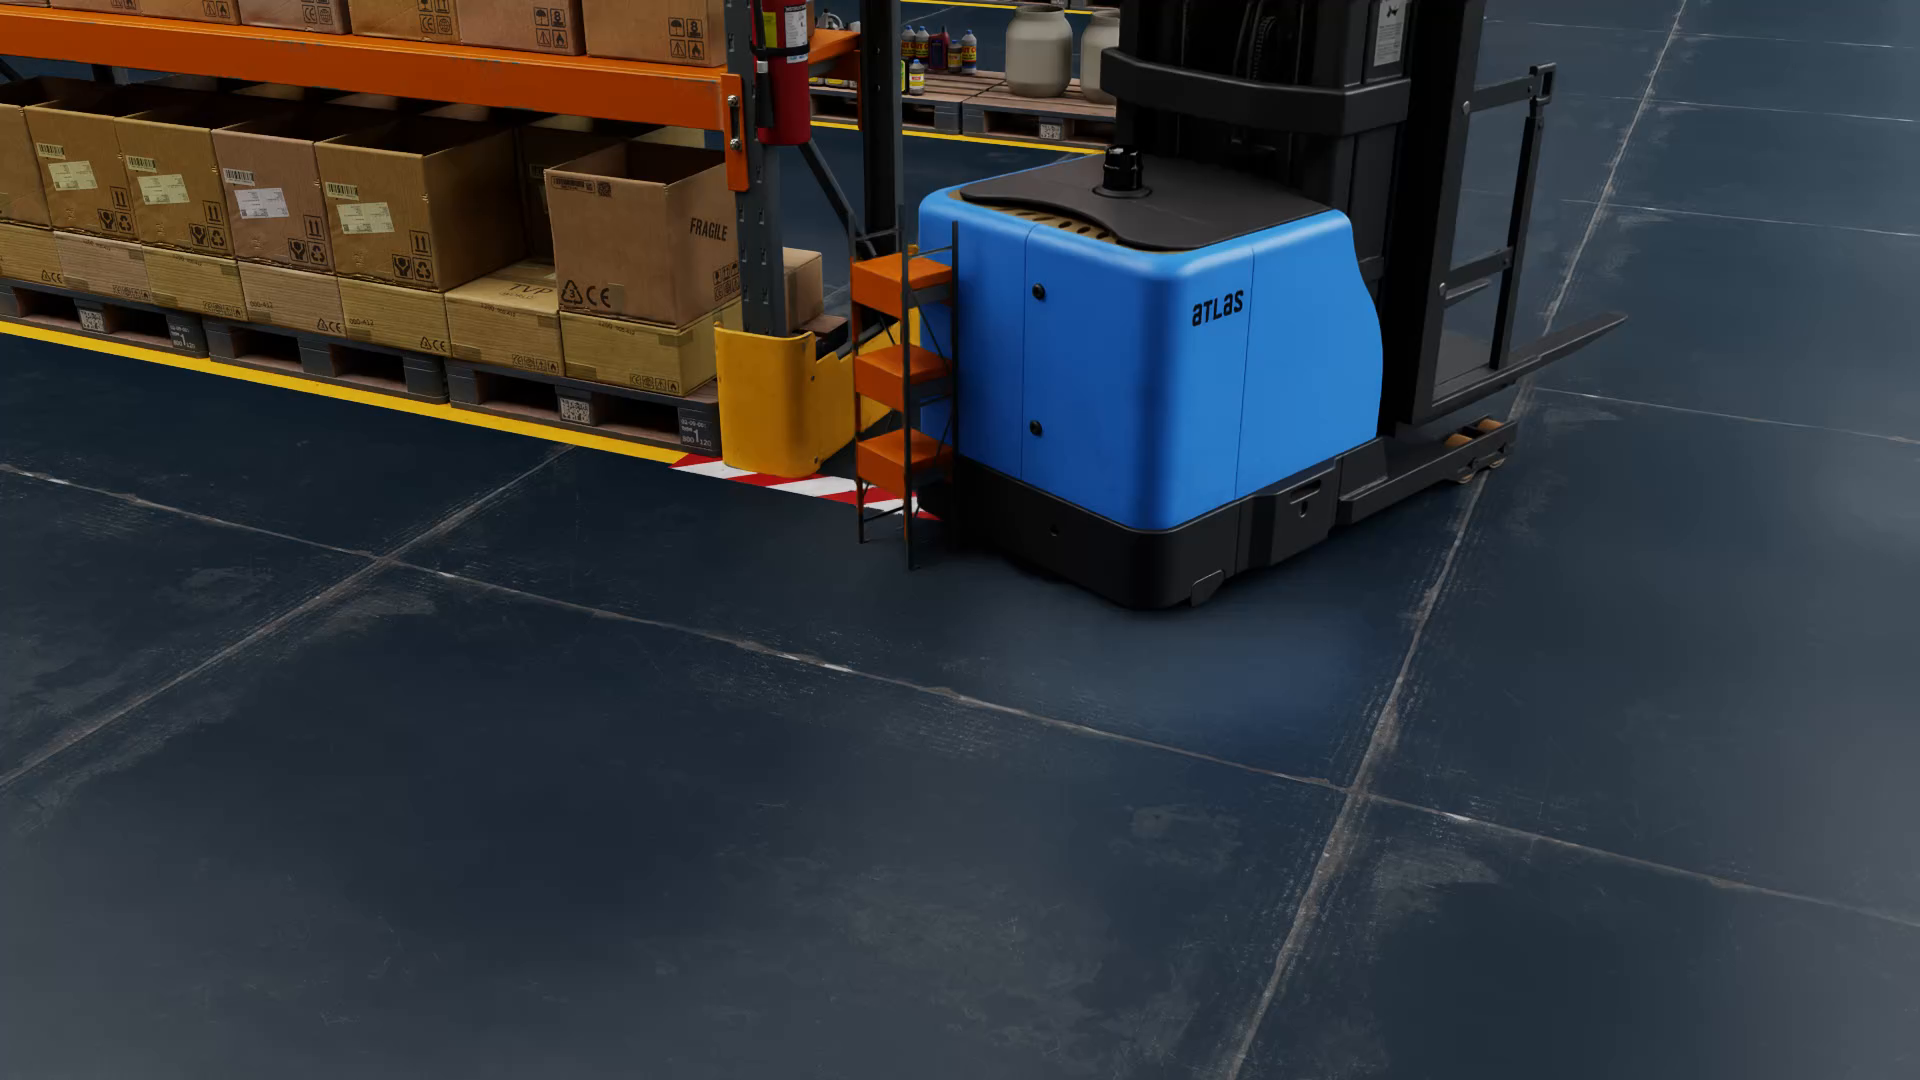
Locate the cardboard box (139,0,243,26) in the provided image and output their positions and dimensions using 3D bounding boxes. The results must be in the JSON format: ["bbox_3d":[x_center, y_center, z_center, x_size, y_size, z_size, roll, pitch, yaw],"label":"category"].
[{"bbox_3d":[-2.770,-2.326,6.466,0.500,0.500,0.700,12,29,23],"label":"cardboard box"}]

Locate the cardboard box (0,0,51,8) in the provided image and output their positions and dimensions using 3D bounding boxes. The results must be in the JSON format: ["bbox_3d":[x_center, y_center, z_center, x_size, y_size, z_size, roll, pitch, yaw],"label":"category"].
[{"bbox_3d":[-3.708,-2.513,6.846,0.500,0.500,0.700,11,28,20],"label":"cardboard box"}]

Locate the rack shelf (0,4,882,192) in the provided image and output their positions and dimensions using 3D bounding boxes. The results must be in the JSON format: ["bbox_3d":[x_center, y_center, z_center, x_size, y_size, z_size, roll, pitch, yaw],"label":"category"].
[{"bbox_3d":[-2.294,-1.859,6.444,4.000,0.370,1.077,11,28,22],"label":"rack shelf"}]

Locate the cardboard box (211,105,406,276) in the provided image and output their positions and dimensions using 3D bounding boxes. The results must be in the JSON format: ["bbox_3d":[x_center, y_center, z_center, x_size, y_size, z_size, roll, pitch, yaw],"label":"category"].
[{"bbox_3d":[-2.455,-1.354,6.393,0.500,0.500,0.500,11,28,22],"label":"cardboard box"}]

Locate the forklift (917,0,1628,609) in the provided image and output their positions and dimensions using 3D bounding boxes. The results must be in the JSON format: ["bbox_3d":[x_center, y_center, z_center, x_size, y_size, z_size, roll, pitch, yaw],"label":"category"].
[{"bbox_3d":[1.289,-1.657,5.298,3.031,2.935,1.130,-22,34,-37],"label":"forklift"}]

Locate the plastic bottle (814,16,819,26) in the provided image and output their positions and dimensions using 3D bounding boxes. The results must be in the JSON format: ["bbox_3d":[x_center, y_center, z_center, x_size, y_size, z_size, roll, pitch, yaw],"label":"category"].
[{"bbox_3d":[-1.015,-3.467,11.473,0.133,0.283,0.061,13,29,25],"label":"plastic bottle"}]

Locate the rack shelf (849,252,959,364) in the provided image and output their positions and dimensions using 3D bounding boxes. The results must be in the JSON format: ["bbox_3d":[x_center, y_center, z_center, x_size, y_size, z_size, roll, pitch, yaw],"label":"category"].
[{"bbox_3d":[-0.163,-0.690,4.844,0.215,0.259,0.240,-21,33,-36],"label":"rack shelf"}]

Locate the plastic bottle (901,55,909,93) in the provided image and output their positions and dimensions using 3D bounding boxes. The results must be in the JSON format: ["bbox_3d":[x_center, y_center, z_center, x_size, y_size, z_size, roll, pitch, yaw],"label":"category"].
[{"bbox_3d":[-0.386,-2.959,10.441,0.133,0.283,0.061,12,29,23],"label":"plastic bottle"}]

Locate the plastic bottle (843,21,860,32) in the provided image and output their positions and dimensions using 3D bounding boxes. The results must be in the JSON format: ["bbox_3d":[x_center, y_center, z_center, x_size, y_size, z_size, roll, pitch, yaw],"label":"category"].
[{"bbox_3d":[-0.740,-3.386,11.317,0.135,0.276,0.152,12,29,23],"label":"plastic bottle"}]

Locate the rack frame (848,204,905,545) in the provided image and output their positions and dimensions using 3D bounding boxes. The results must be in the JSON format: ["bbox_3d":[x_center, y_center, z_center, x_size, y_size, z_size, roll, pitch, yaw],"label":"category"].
[{"bbox_3d":[-0.242,-0.486,5.048,0.200,1.050,0.008,-21,33,-36],"label":"rack frame"}]

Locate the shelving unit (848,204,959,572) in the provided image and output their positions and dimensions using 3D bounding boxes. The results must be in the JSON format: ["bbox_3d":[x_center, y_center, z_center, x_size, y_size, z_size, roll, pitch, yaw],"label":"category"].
[{"bbox_3d":[-0.162,-0.445,4.965,0.215,1.050,0.252,-21,33,-36],"label":"shelving unit"}]

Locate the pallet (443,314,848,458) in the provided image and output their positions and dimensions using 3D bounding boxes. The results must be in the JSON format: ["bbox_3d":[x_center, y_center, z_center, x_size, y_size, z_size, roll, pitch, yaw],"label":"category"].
[{"bbox_3d":[-1.186,-0.688,6.408,1.213,0.211,1.003,11,28,22],"label":"pallet"}]

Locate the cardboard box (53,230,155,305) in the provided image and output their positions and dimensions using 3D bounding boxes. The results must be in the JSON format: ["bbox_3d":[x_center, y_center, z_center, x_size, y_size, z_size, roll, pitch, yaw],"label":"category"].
[{"bbox_3d":[-3.364,-1.202,6.933,0.500,0.250,0.500,11,28,22],"label":"cardboard box"}]

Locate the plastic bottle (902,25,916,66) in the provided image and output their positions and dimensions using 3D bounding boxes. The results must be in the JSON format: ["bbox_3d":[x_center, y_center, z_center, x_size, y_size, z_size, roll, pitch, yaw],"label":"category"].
[{"bbox_3d":[-0.344,-3.318,11.184,0.097,0.271,0.097,0,26,0],"label":"plastic bottle"}]

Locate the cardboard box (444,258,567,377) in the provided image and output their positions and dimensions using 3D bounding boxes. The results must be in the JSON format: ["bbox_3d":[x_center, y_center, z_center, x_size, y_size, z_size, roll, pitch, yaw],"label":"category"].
[{"bbox_3d":[-1.544,-0.836,6.190,0.500,0.250,0.500,11,28,22],"label":"cardboard box"}]

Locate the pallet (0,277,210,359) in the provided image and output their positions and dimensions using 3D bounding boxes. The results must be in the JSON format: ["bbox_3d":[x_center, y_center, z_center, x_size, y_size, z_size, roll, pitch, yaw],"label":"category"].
[{"bbox_3d":[-3.408,-1.134,7.314,1.213,0.211,1.003,11,28,22],"label":"pallet"}]

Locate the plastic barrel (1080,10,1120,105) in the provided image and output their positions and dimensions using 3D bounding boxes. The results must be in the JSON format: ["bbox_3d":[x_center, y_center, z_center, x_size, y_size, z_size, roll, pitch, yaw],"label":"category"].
[{"bbox_3d":[0.950,-2.969,10.225,0.421,0.512,0.421,0,26,0],"label":"plastic barrel"}]

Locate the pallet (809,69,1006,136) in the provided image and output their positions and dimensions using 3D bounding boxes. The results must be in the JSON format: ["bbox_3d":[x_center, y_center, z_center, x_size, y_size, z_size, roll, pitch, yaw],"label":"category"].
[{"bbox_3d":[-0.352,-2.925,10.952,1.213,0.211,1.003,11,28,22],"label":"pallet"}]

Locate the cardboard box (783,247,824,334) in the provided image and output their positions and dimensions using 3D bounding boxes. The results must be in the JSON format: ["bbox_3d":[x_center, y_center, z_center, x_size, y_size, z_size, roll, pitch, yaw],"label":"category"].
[{"bbox_3d":[-0.869,-0.958,6.438,0.500,0.250,0.500,11,28,22],"label":"cardboard box"}]

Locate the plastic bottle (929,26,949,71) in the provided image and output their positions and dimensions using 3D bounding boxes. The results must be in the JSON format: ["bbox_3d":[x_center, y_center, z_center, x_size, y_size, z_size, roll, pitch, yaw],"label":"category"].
[{"bbox_3d":[-0.139,-3.291,11.116,0.133,0.283,0.061,12,29,23],"label":"plastic bottle"}]

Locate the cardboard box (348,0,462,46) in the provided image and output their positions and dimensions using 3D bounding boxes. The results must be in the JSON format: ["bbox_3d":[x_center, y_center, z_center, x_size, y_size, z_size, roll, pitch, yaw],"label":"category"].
[{"bbox_3d":[-1.822,-2.138,6.084,0.500,0.500,0.700,12,28,22],"label":"cardboard box"}]

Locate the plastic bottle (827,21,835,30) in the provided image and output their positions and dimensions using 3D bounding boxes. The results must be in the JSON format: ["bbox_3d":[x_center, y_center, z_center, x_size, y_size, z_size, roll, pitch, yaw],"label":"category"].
[{"bbox_3d":[-0.905,-3.375,11.286,0.133,0.283,0.061,11,28,22],"label":"plastic bottle"}]

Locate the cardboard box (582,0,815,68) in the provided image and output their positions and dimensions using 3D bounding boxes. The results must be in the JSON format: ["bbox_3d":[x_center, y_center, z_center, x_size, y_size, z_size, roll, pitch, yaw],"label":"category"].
[{"bbox_3d":[-0.893,-1.951,5.704,0.500,0.500,0.700,11,28,22],"label":"cardboard box"}]

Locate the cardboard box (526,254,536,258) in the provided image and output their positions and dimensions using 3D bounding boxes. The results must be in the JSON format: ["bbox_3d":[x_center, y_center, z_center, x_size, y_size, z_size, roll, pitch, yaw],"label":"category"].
[{"bbox_3d":[-1.781,-1.140,6.806,0.500,0.250,0.500,11,28,22],"label":"cardboard box"}]

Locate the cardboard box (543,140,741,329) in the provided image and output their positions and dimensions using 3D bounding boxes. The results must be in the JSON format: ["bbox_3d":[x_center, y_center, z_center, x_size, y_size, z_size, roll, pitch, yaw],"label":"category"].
[{"bbox_3d":[-1.084,-1.085,5.847,0.500,0.500,0.500,11,28,22],"label":"cardboard box"}]

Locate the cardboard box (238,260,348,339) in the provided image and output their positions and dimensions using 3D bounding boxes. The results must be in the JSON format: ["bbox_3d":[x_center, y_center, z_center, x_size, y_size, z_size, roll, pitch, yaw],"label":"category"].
[{"bbox_3d":[-2.454,-1.019,6.562,0.500,0.250,0.500,11,28,22],"label":"cardboard box"}]

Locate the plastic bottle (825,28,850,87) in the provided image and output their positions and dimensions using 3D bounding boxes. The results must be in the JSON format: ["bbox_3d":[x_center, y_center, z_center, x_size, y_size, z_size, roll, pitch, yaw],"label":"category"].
[{"bbox_3d":[-0.769,-3.086,10.624,0.185,0.351,0.144,13,29,24],"label":"plastic bottle"}]

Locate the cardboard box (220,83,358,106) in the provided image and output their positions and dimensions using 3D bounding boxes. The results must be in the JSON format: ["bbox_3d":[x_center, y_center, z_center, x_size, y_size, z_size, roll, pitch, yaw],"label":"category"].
[{"bbox_3d":[-2.694,-1.655,7.005,0.500,0.500,0.500,11,28,22],"label":"cardboard box"}]

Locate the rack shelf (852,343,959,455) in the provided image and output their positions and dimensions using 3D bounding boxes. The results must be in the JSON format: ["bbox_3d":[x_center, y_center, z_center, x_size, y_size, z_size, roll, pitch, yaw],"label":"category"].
[{"bbox_3d":[-0.162,-0.435,4.969,0.215,0.259,0.240,-21,33,-36],"label":"rack shelf"}]

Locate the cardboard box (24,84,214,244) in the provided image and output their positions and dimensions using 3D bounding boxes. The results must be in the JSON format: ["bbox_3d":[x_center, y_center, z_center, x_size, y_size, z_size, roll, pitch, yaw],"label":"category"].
[{"bbox_3d":[-3.363,-1.539,6.769,0.500,0.500,0.500,11,28,22],"label":"cardboard box"}]

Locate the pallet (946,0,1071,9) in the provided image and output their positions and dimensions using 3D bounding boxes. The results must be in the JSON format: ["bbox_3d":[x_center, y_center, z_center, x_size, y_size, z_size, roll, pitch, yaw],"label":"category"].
[{"bbox_3d":[0.616,-5.170,15.512,1.213,0.211,1.003,11,28,22],"label":"pallet"}]

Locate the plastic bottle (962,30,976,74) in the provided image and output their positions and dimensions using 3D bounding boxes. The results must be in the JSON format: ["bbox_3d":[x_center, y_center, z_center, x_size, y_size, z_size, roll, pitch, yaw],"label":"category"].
[{"bbox_3d":[0.059,-3.237,11.019,0.097,0.271,0.097,0,26,0],"label":"plastic bottle"}]

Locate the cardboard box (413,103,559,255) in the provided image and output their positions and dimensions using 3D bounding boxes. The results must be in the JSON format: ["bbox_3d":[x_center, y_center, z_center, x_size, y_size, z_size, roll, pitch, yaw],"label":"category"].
[{"bbox_3d":[-1.785,-1.471,6.631,0.500,0.500,0.500,11,28,22],"label":"cardboard box"}]
